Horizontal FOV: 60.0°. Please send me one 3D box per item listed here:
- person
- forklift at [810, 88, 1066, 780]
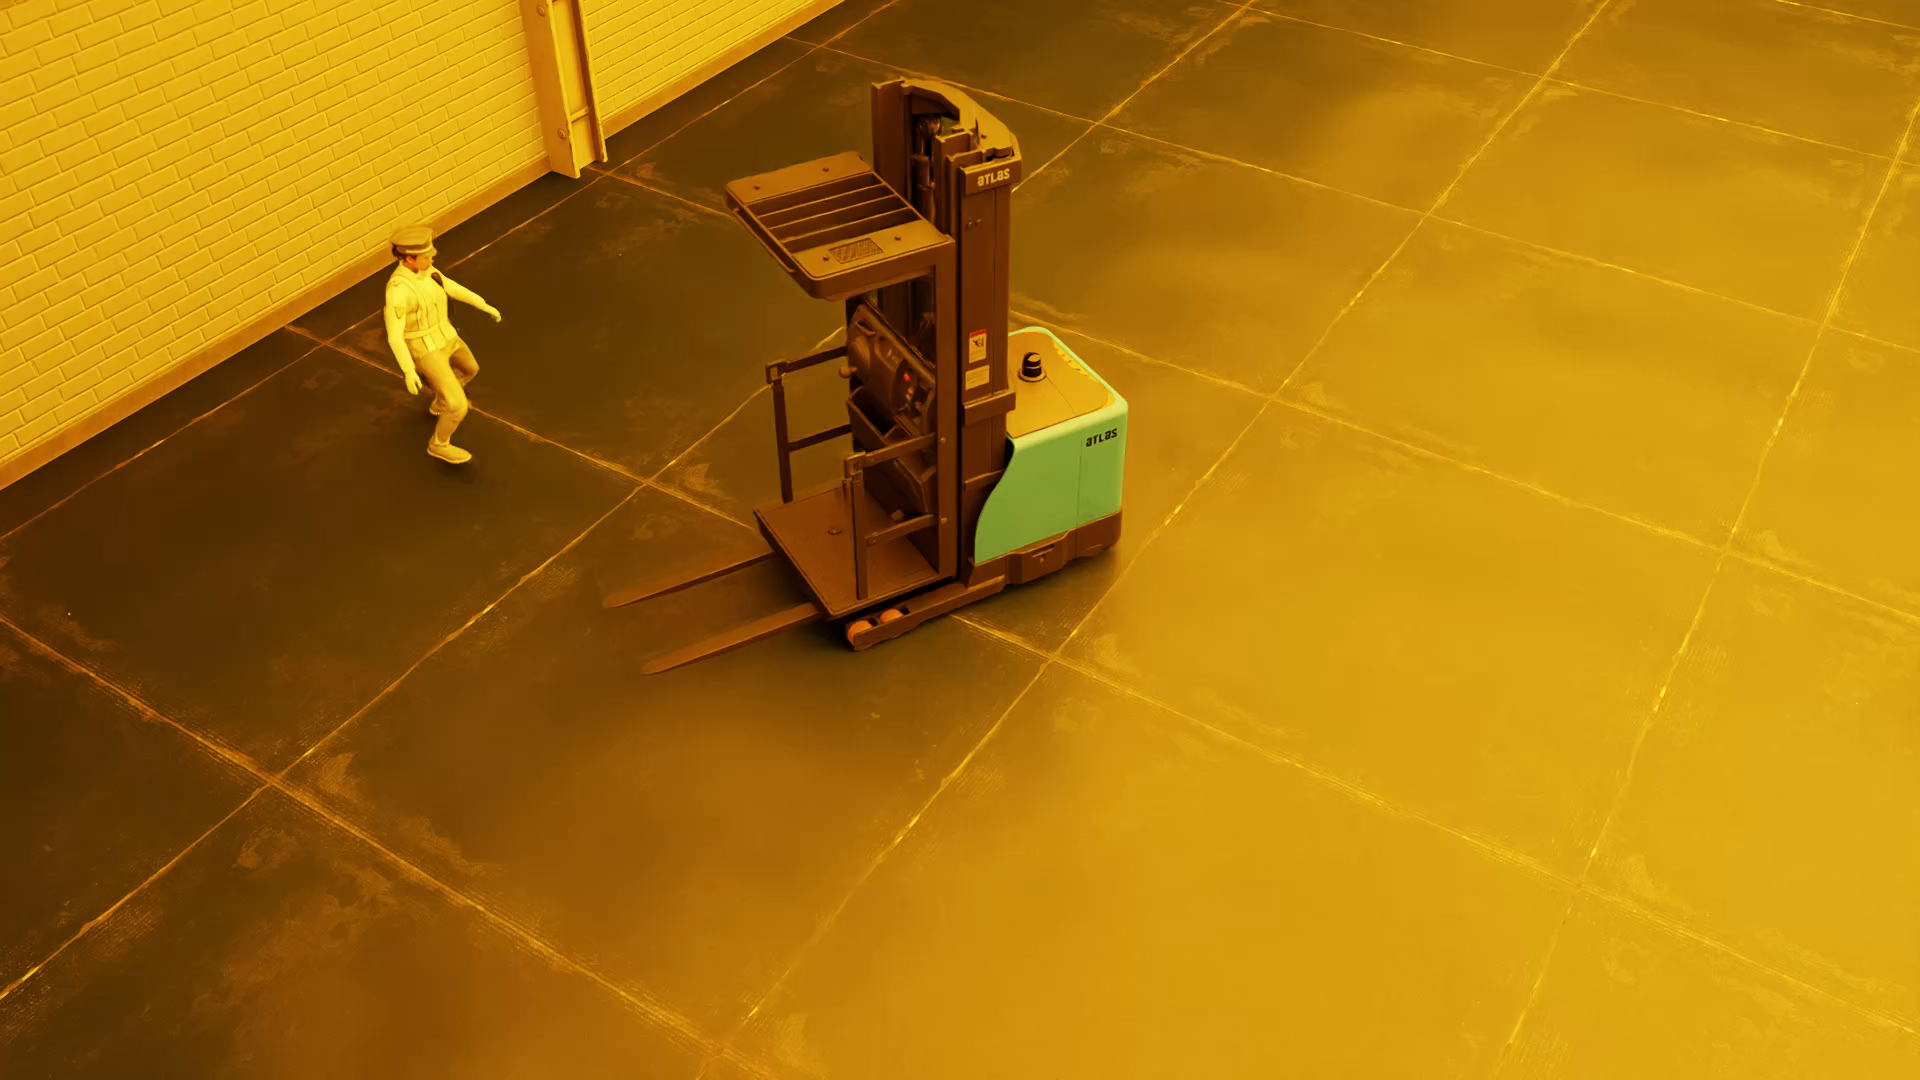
[{"bbox_3d":[-3.659,-1.369,10.572,0.387,1.656,0.647,14,42,16],"label":"person"},{"bbox_3d":[-0.108,-0.731,8.830,1.130,2.935,3.031,7,41,8],"label":"forklift"}]
